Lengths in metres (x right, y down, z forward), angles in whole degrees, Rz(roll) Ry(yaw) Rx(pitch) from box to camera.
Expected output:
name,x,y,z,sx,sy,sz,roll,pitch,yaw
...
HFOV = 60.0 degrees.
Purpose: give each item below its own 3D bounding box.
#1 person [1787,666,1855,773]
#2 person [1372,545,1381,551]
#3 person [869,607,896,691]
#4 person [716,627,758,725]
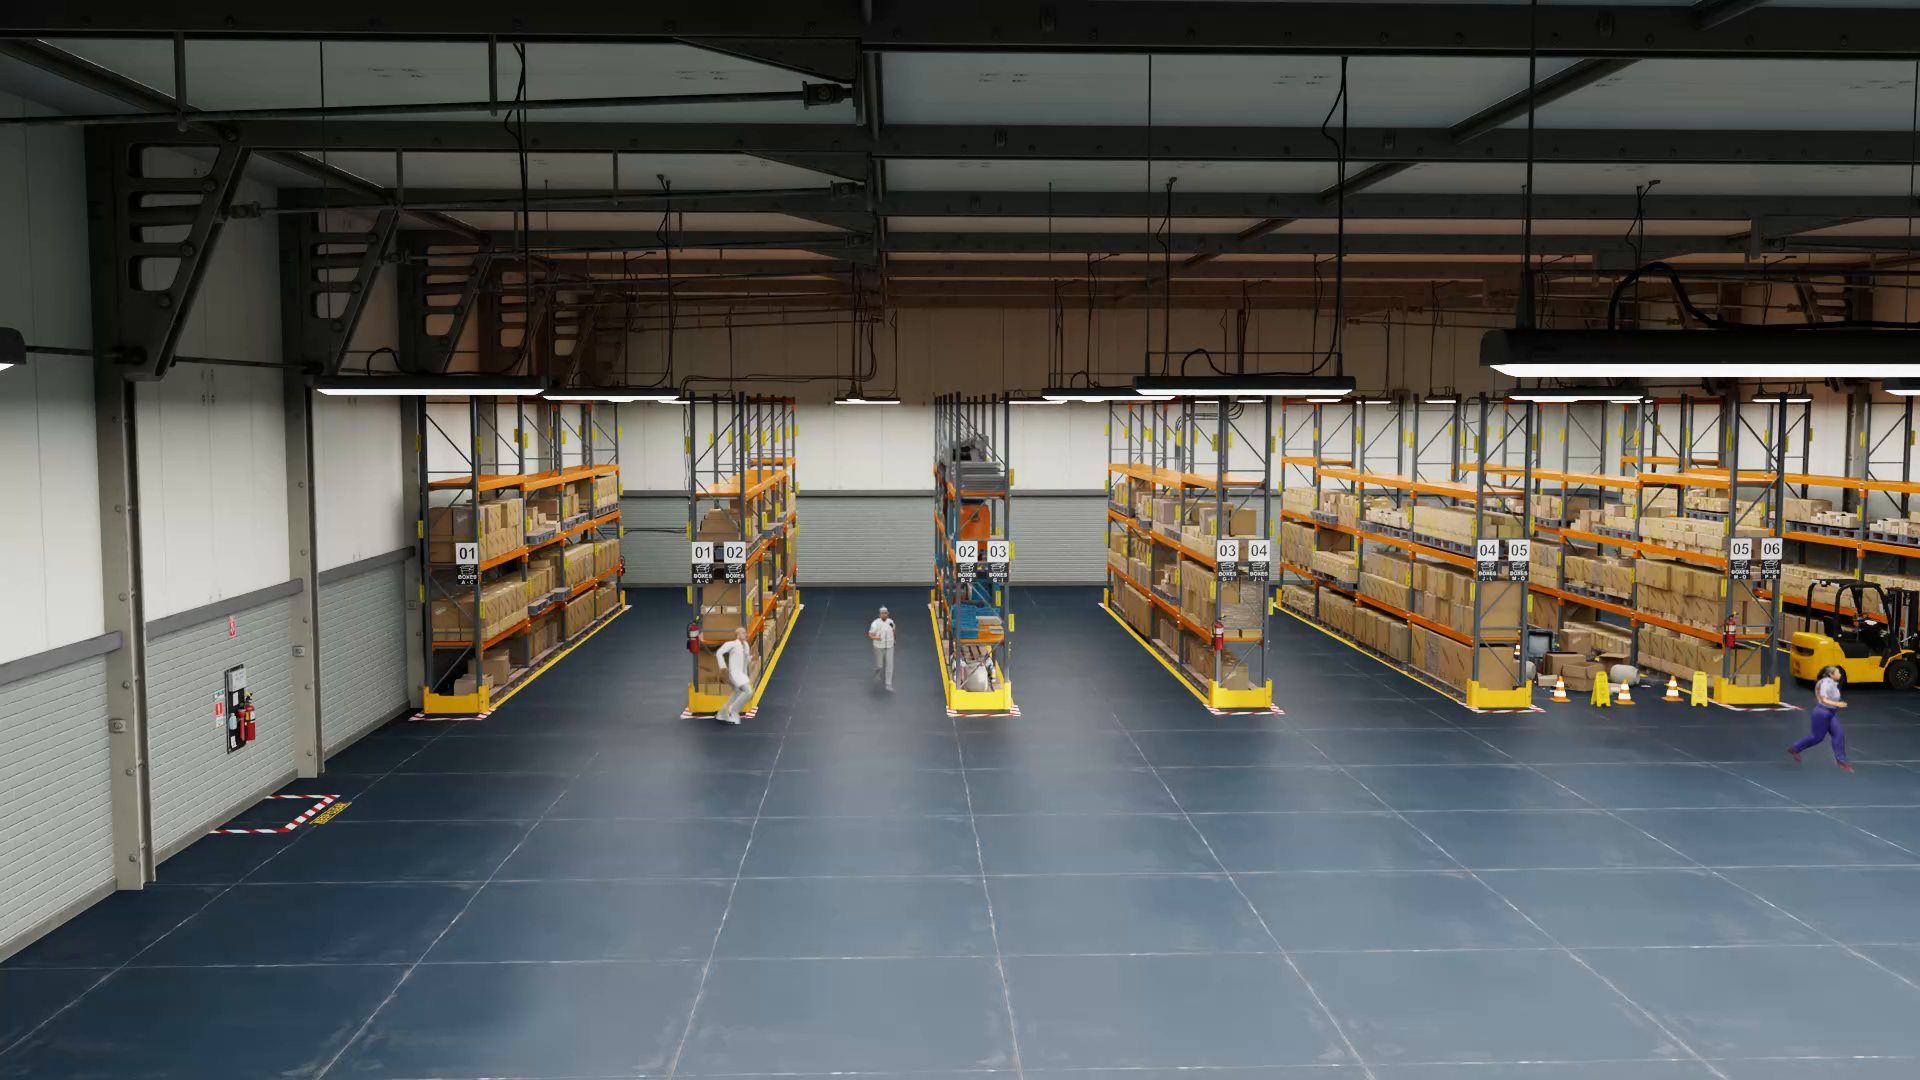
name,x,y,z,sx,sy,sz,roll,pitch,yaw
person,13.644,2.804,26.298,0.980,1.666,0.628,3,6,36
person,12.247,0.982,49.060,0.551,1.659,0.624,0,5,-6
person,-1.549,2.190,33.740,0.608,1.662,0.903,-1,5,-17
person,-4.009,2.482,29.940,0.823,1.677,0.685,2,5,20
